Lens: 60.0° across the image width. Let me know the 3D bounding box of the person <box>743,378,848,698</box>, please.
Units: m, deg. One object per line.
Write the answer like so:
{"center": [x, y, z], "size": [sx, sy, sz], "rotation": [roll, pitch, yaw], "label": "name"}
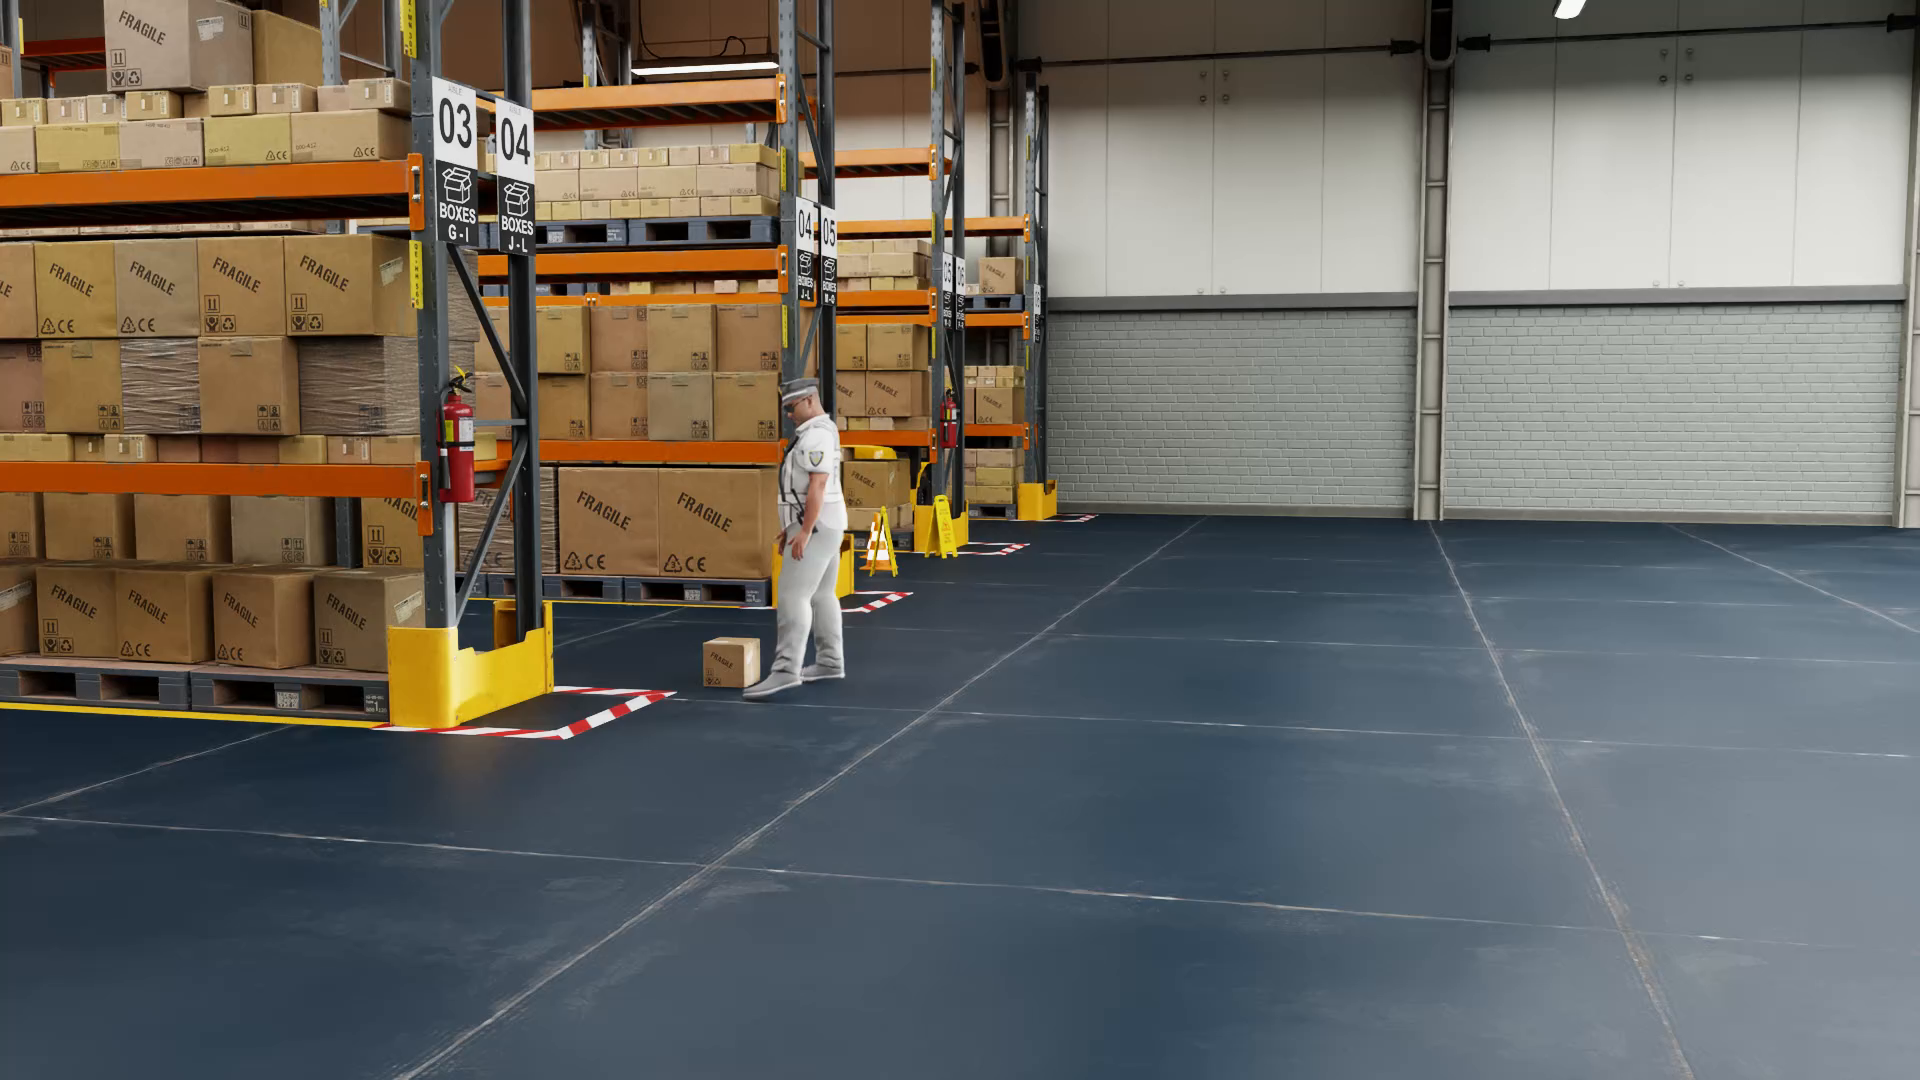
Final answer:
{"center": [-0.905, -0.031, 9.269], "size": [0.549, 1.742, 0.738], "rotation": [0, 5, 0], "label": "person"}
